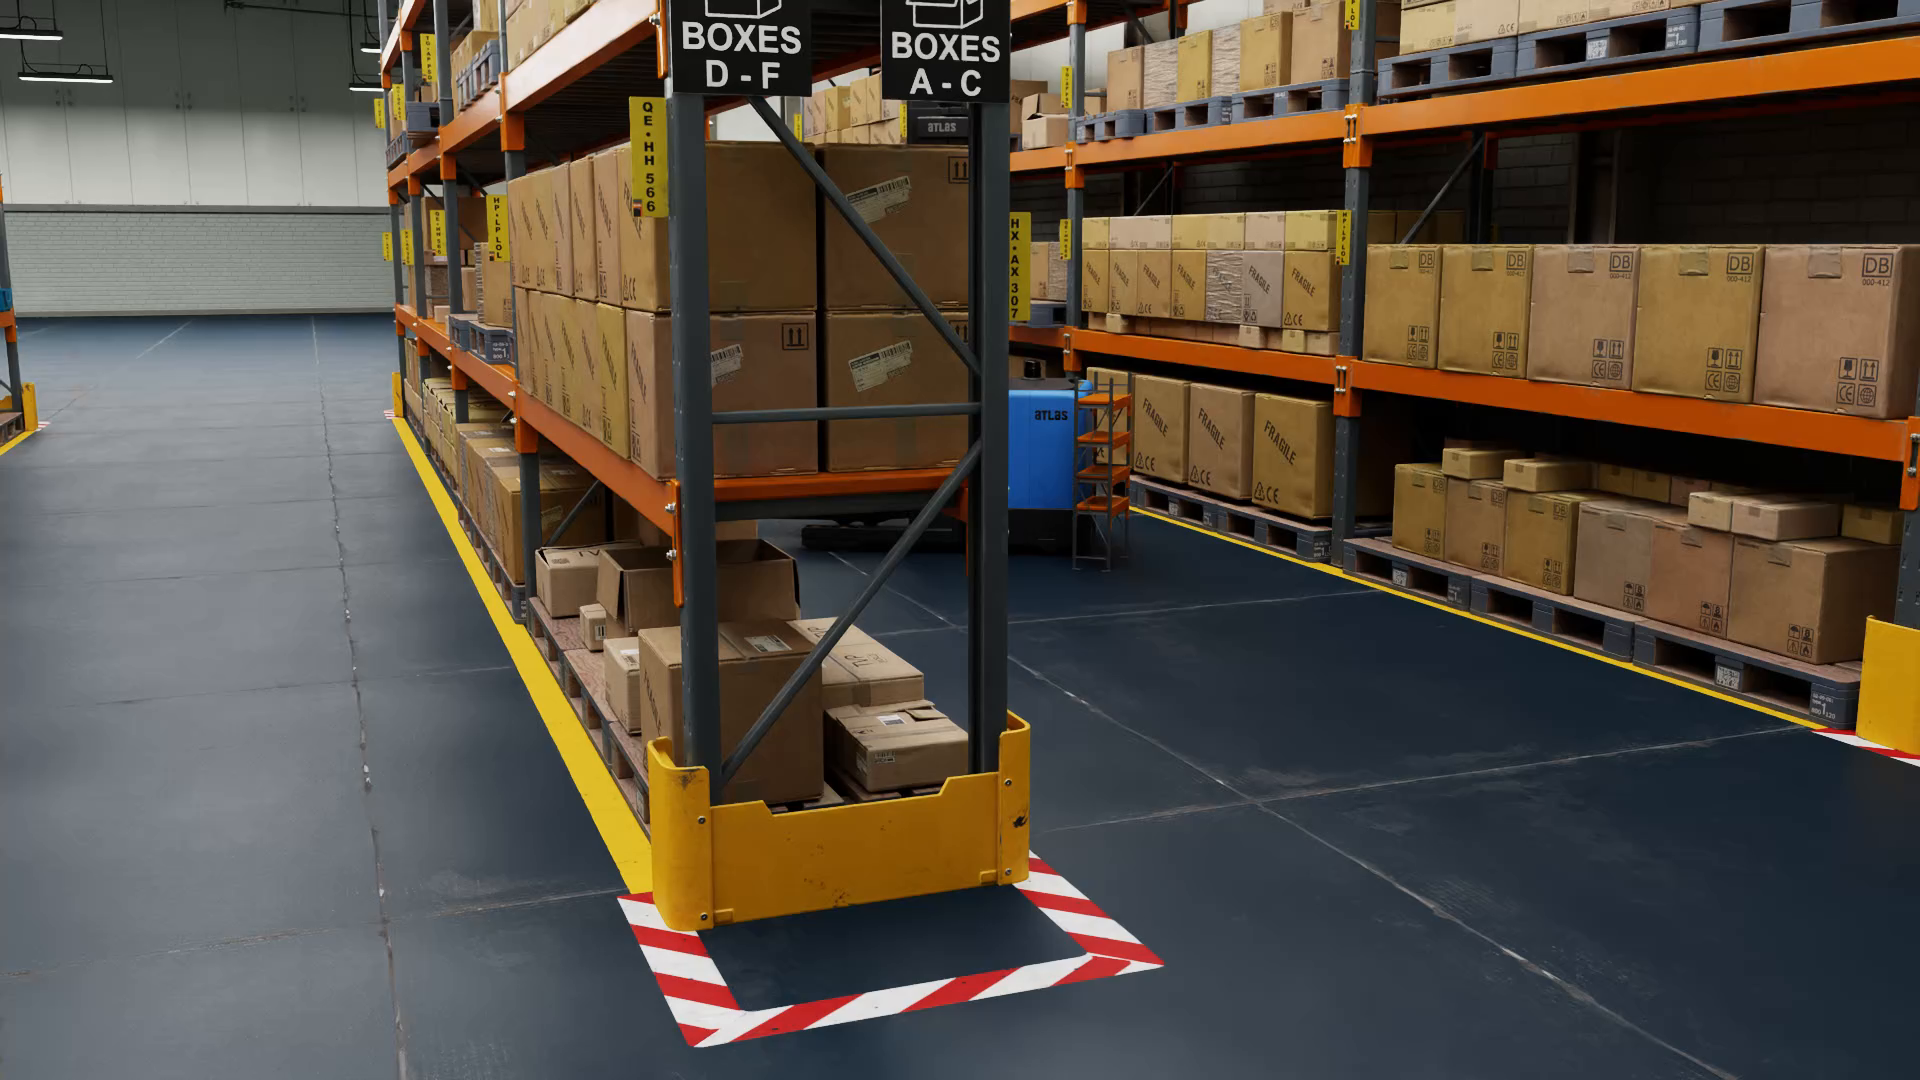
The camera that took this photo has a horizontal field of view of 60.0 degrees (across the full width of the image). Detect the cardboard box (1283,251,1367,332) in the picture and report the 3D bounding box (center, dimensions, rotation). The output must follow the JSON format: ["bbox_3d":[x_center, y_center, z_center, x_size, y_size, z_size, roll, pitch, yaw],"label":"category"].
[{"bbox_3d":[2.425,-1.601,10.666,0.500,0.500,0.500,-4,11,-22],"label":"cardboard box"}]

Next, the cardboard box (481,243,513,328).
[{"bbox_3d":[-2.486,-1.562,10.152,0.700,0.500,0.500,-7,12,-35],"label":"cardboard box"}]

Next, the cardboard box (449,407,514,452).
[{"bbox_3d":[-3.657,-0.873,12.816,0.500,0.311,0.500,-4,11,-19],"label":"cardboard box"}]

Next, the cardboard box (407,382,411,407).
[{"bbox_3d":[-5.965,-1.650,18.785,0.500,0.250,0.500,-4,11,-21],"label":"cardboard box"}]

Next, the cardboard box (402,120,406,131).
[{"bbox_3d":[-5.379,-4.136,16.659,0.380,0.149,0.250,-4,11,-21],"label":"cardboard box"}]

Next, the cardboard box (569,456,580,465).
[{"bbox_3d":[-2.114,-0.270,10.256,0.500,0.500,0.500,-4,11,-20],"label":"cardboard box"}]

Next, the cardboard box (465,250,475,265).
[{"bbox_3d":[-4.604,-2.752,16.189,0.380,0.149,0.250,-4,11,-21],"label":"cardboard box"}]

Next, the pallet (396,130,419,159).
[{"bbox_3d":[-5.020,-3.898,16.458,1.003,0.211,1.213,-4,11,-21],"label":"pallet"}]

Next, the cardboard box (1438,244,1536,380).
[{"bbox_3d":[3.268,-1.275,9.167,0.980,0.700,0.700,-4,11,-22],"label":"cardboard box"}]

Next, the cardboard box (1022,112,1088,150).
[{"bbox_3d":[0.866,-3.533,14.347,0.500,0.311,0.500,-4,11,-21],"label":"cardboard box"}]

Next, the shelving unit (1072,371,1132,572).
[{"bbox_3d":[0.895,-0.440,10.465,0.258,1.200,0.503,3,11,18],"label":"shelving unit"}]

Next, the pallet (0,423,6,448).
[{"bbox_3d":[-9.955,-0.952,16.172,1.003,0.211,1.213,-4,11,-21],"label":"pallet"}]

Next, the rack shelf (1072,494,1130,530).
[{"bbox_3d":[0.895,-0.178,10.512,0.258,0.148,0.480,3,11,18],"label":"rack shelf"}]

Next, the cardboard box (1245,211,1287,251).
[{"bbox_3d":[2.244,-2.055,11.077,0.500,0.250,0.500,-4,11,-20],"label":"cardboard box"}]

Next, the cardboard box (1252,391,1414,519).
[{"bbox_3d":[2.471,-0.583,11.071,0.750,0.750,0.750,-4,11,-20],"label":"cardboard box"}]

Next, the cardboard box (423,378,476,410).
[{"bbox_3d":[-4.769,-1.373,15.626,0.500,0.311,0.500,-4,11,-21],"label":"cardboard box"}]

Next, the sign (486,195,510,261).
[{"bbox_3d":[-2.304,-1.556,8.296,0.100,0.325,0.005,-4,11,-21],"label":"sign"}]

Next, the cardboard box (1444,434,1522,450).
[{"bbox_3d":[3.136,-0.540,9.975,0.380,0.149,0.250,-4,11,-21],"label":"cardboard box"}]

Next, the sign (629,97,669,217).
[{"bbox_3d":[-0.863,-1.062,4.619,0.100,0.325,0.005,-4,11,-21],"label":"sign"}]

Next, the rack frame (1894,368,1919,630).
[{"bbox_3d":[4.277,-0.684,6.699,1.000,3.000,0.127,-4,11,-21],"label":"rack frame"}]

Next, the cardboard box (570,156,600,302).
[{"bbox_3d":[-1.132,-1.132,6.079,0.500,0.500,0.500,-4,11,-19],"label":"cardboard box"}]

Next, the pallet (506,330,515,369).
[{"bbox_3d":[-1.976,-1.064,9.387,1.003,0.211,1.213,-4,11,-21],"label":"pallet"}]

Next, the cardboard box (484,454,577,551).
[{"bbox_3d":[-2.587,-0.233,10.046,0.500,0.500,0.500,-4,11,-20],"label":"cardboard box"}]

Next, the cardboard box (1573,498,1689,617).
[{"bbox_3d":[3.566,0.069,8.408,0.700,0.500,0.500,-4,11,-23],"label":"cardboard box"}]

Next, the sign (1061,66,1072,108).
[{"bbox_3d":[0.872,-3.687,13.540,0.100,0.325,0.005,-4,11,-21],"label":"sign"}]

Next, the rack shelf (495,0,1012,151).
[{"bbox_3d":[-1.063,-1.818,6.563,1.077,0.370,4.000,-4,11,-21],"label":"rack shelf"}]

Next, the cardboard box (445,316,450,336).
[{"bbox_3d":[-3.821,-1.680,13.017,0.380,0.149,0.250,-4,11,-21],"label":"cardboard box"}]

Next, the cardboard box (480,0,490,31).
[{"bbox_3d":[-2.900,-3.538,11.039,0.500,0.500,0.500,-4,11,-21],"label":"cardboard box"}]

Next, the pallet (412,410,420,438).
[{"bbox_3d":[-5.382,-1.287,18.049,1.003,0.211,1.213,-4,11,-21],"label":"pallet"}]

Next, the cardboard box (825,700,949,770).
[{"bbox_3d":[-0.260,0.679,5.874,0.380,0.166,0.250,-4,11,-21],"label":"cardboard box"}]

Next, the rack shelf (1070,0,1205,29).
[{"bbox_3d":[2.103,-4.066,11.777,1.077,0.370,4.000,-4,11,-21],"label":"rack shelf"}]

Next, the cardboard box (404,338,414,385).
[{"bbox_3d":[-5.967,-2.019,18.719,0.500,0.500,0.500,-4,11,-21],"label":"cardboard box"}]

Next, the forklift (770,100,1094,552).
[{"bbox_3d":[-0.618,-1.457,11.245,3.031,2.935,1.130,1,10,7],"label":"forklift"}]

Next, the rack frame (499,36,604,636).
[{"bbox_3d":[-1.788,-1.022,8.598,1.000,3.000,0.127,-4,11,-21],"label":"rack frame"}]

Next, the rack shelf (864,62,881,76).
[{"bbox_3d":[-0.796,-5.567,19.083,1.077,0.370,4.000,-4,11,-21],"label":"rack shelf"}]

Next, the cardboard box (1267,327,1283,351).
[{"bbox_3d":[2.276,-1.345,11.075,0.380,0.149,0.250,-4,11,-19],"label":"cardboard box"}]

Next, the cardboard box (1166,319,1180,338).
[{"bbox_3d":[1.774,-1.599,12.504,0.380,0.149,0.250,-4,11,-20],"label":"cardboard box"}]

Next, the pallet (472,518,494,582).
[{"bbox_3d":[-2.564,0.022,10.697,1.003,0.211,1.213,-4,11,-21],"label":"pallet"}]

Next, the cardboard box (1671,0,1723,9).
[{"bbox_3d":[3.575,-2.530,7.458,0.500,0.250,0.500,-4,11,-23],"label":"cardboard box"}]

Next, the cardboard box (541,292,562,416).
[{"bbox_3d":[-1.490,-0.805,7.096,0.500,0.500,0.500,-4,11,-21],"label":"cardboard box"}]

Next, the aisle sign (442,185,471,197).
[{"bbox_3d":[-5.887,-4.290,19.547,0.394,0.787,0.004,-4,11,-21],"label":"aisle sign"}]

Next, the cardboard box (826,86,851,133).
[{"bbox_3d":[-1.277,-5.077,19.635,0.500,0.500,0.500,-4,11,-19],"label":"cardboard box"}]

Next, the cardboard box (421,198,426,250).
[{"bbox_3d":[-5.038,-3.170,16.685,0.700,0.500,0.500,-4,11,-21],"label":"cardboard box"}]

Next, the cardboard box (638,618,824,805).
[{"bbox_3d":[-0.765,0.572,5.519,0.500,0.500,0.500,-4,11,-21],"label":"cardboard box"}]

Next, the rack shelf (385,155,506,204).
[{"bbox_3d":[-5.412,-3.776,17.575,1.077,0.370,4.000,-4,11,-21],"label":"rack shelf"}]

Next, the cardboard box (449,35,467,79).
[{"bbox_3d":[-4.272,-4.112,14.493,0.500,0.500,0.500,-3,10,-15],"label":"cardboard box"}]

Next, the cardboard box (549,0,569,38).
[{"bbox_3d":[-1.301,-2.085,6.437,0.500,0.250,0.500,-4,11,-21],"label":"cardboard box"}]

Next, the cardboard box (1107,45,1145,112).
[{"bbox_3d":[1.604,-3.658,13.313,0.700,0.500,0.500,-5,11,-25],"label":"cardboard box"}]

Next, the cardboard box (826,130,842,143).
[{"bbox_3d":[-1.279,-4.586,19.731,0.500,0.500,0.500,-3,11,-18],"label":"cardboard box"}]

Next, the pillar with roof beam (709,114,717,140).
[{"bbox_3d":[-8.822,-7.875,29.997,9.100,9.000,0.548,-4,11,-21],"label":"pillar with roof beam"}]

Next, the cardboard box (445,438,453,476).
[{"bbox_3d":[-3.846,-0.682,13.340,0.500,0.250,0.500,-4,11,-22],"label":"cardboard box"}]

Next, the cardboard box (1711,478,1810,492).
[{"bbox_3d":[3.887,-0.203,8.082,0.380,0.149,0.250,-4,11,-20],"label":"cardboard box"}]

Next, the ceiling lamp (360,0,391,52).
[{"bbox_3d":[-11.254,-11.528,33.864,2.000,3.185,0.800,-4,11,-21],"label":"ceiling lamp"}]

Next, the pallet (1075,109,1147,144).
[{"bbox_3d":[1.661,-3.272,13.221,1.213,0.211,1.003,-3,11,-18],"label":"pallet"}]

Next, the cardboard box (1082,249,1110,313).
[{"bbox_3d":[1.316,-2.099,13.466,0.500,0.500,0.500,-4,11,-19],"label":"cardboard box"}]

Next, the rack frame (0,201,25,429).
[{"bbox_3d":[-10.755,-2.667,17.846,1.000,3.000,0.127,-4,11,-21],"label":"rack frame"}]
